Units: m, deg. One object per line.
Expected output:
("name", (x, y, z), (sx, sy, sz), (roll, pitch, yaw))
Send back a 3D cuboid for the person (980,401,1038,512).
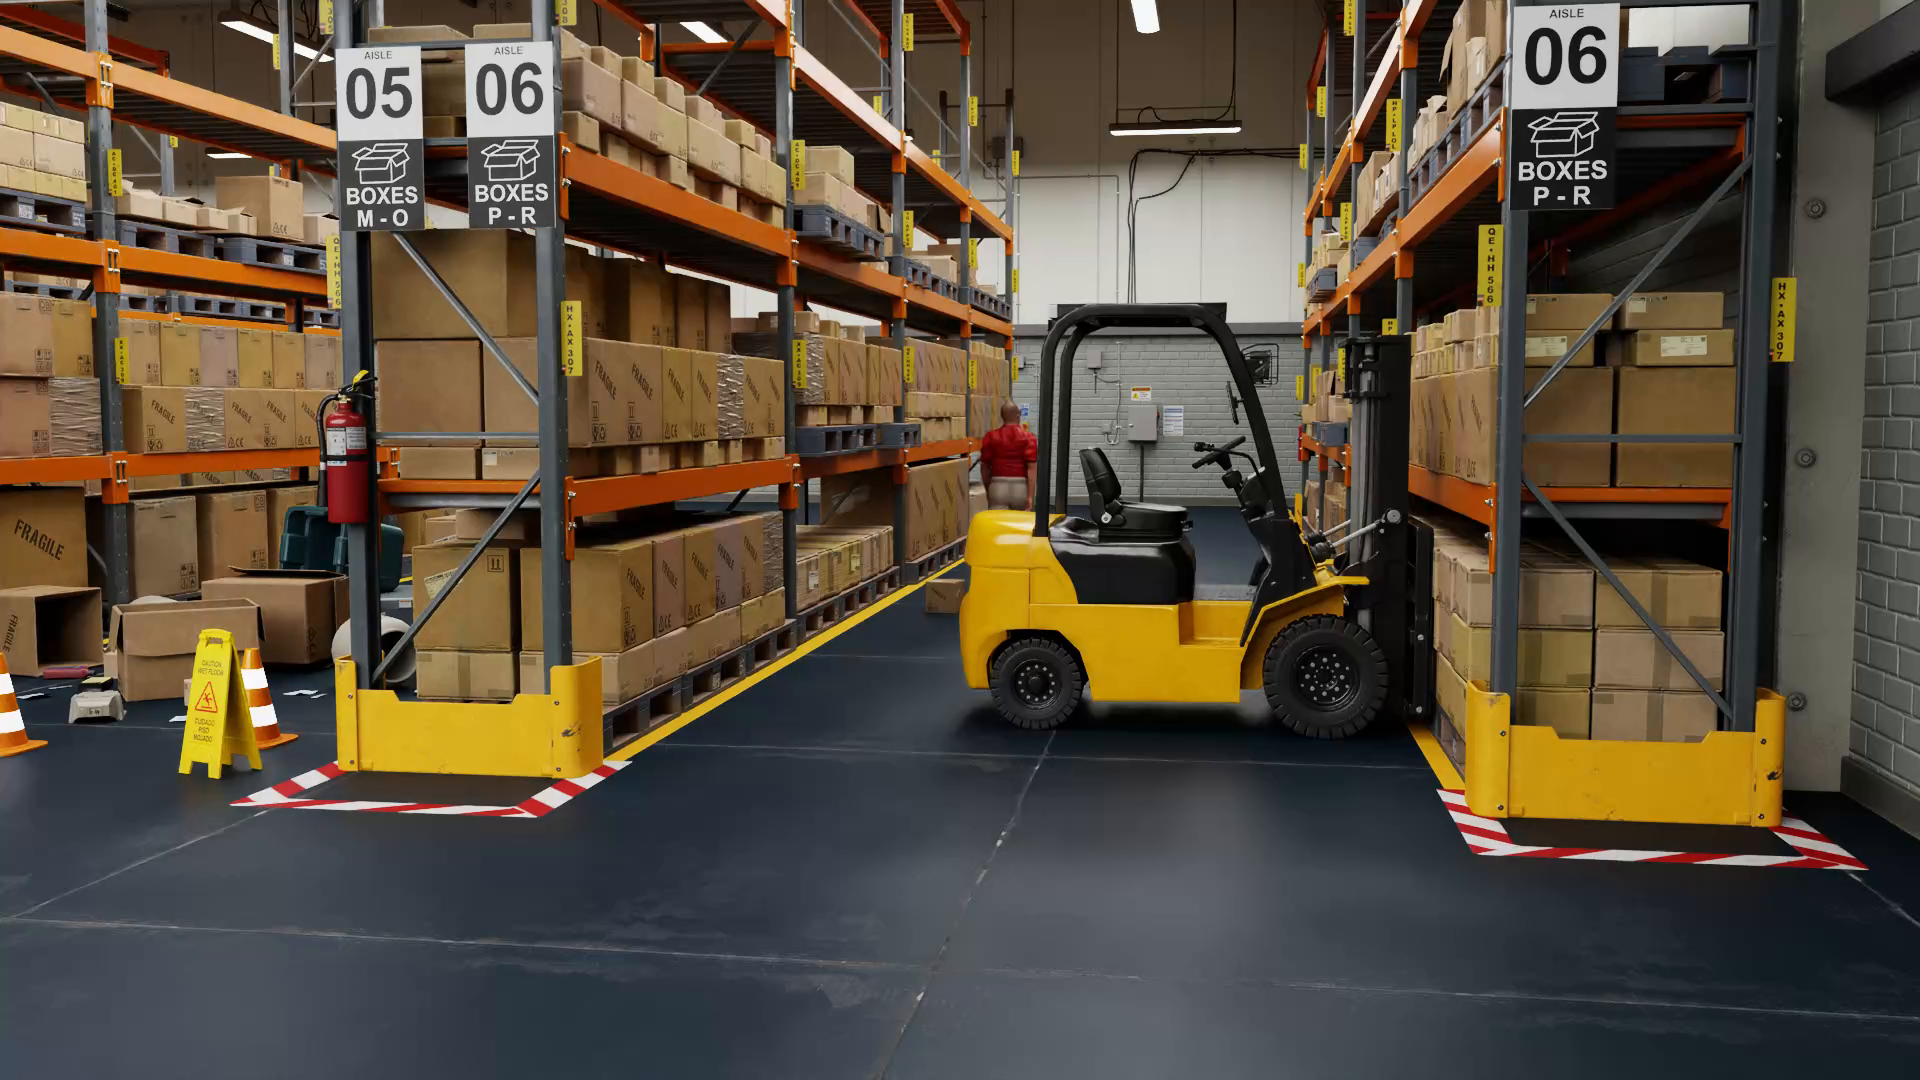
("person", (0.454, -0.414, 14.958), (0.540, 1.659, 1.041), (1, 4, 8))
